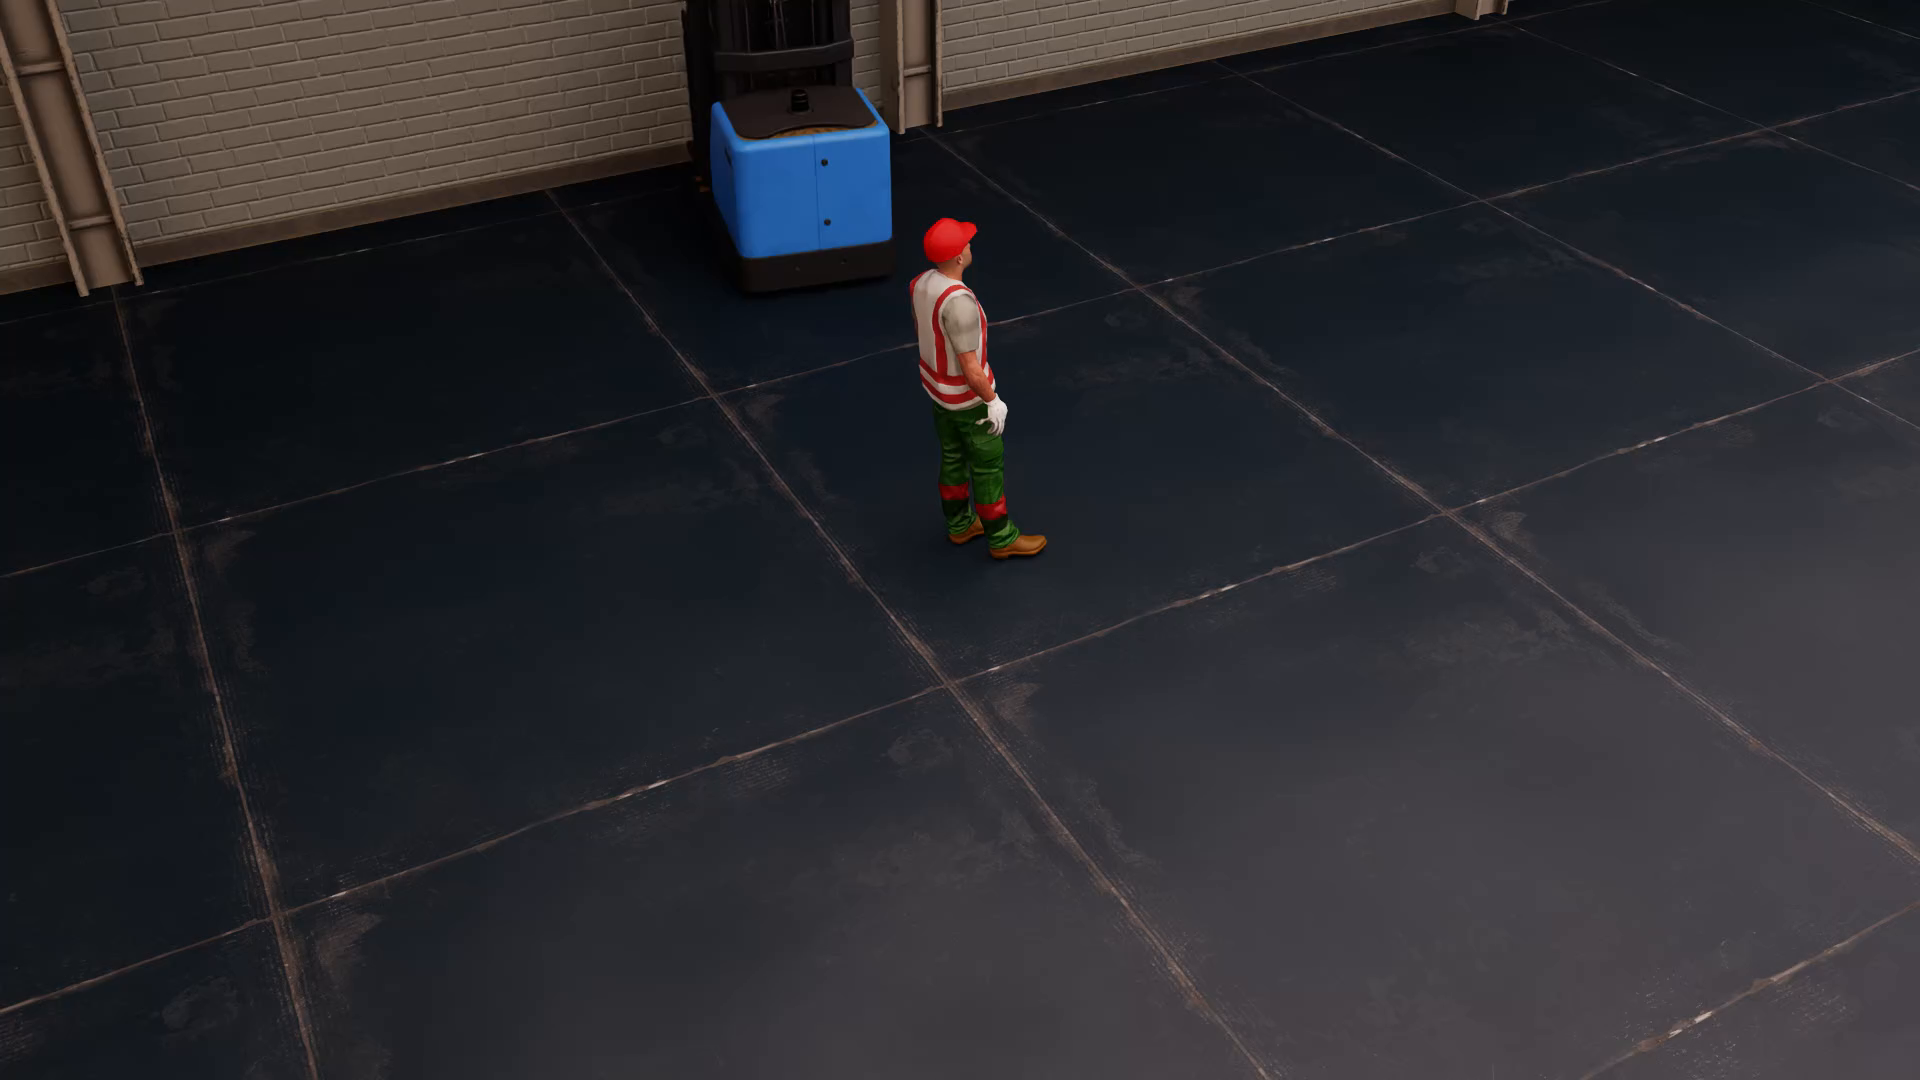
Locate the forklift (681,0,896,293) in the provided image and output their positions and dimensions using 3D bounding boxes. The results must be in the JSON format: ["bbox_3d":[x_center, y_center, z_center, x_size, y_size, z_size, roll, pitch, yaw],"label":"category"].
[{"bbox_3d":[-1.348,-3.654,11.292,1.130,2.935,3.031,-10,36,-14],"label":"forklift"}]

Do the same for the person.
[{"bbox_3d":[0.077,-0.752,8.164,0.562,1.790,0.637,-17,39,-23],"label":"person"}]
